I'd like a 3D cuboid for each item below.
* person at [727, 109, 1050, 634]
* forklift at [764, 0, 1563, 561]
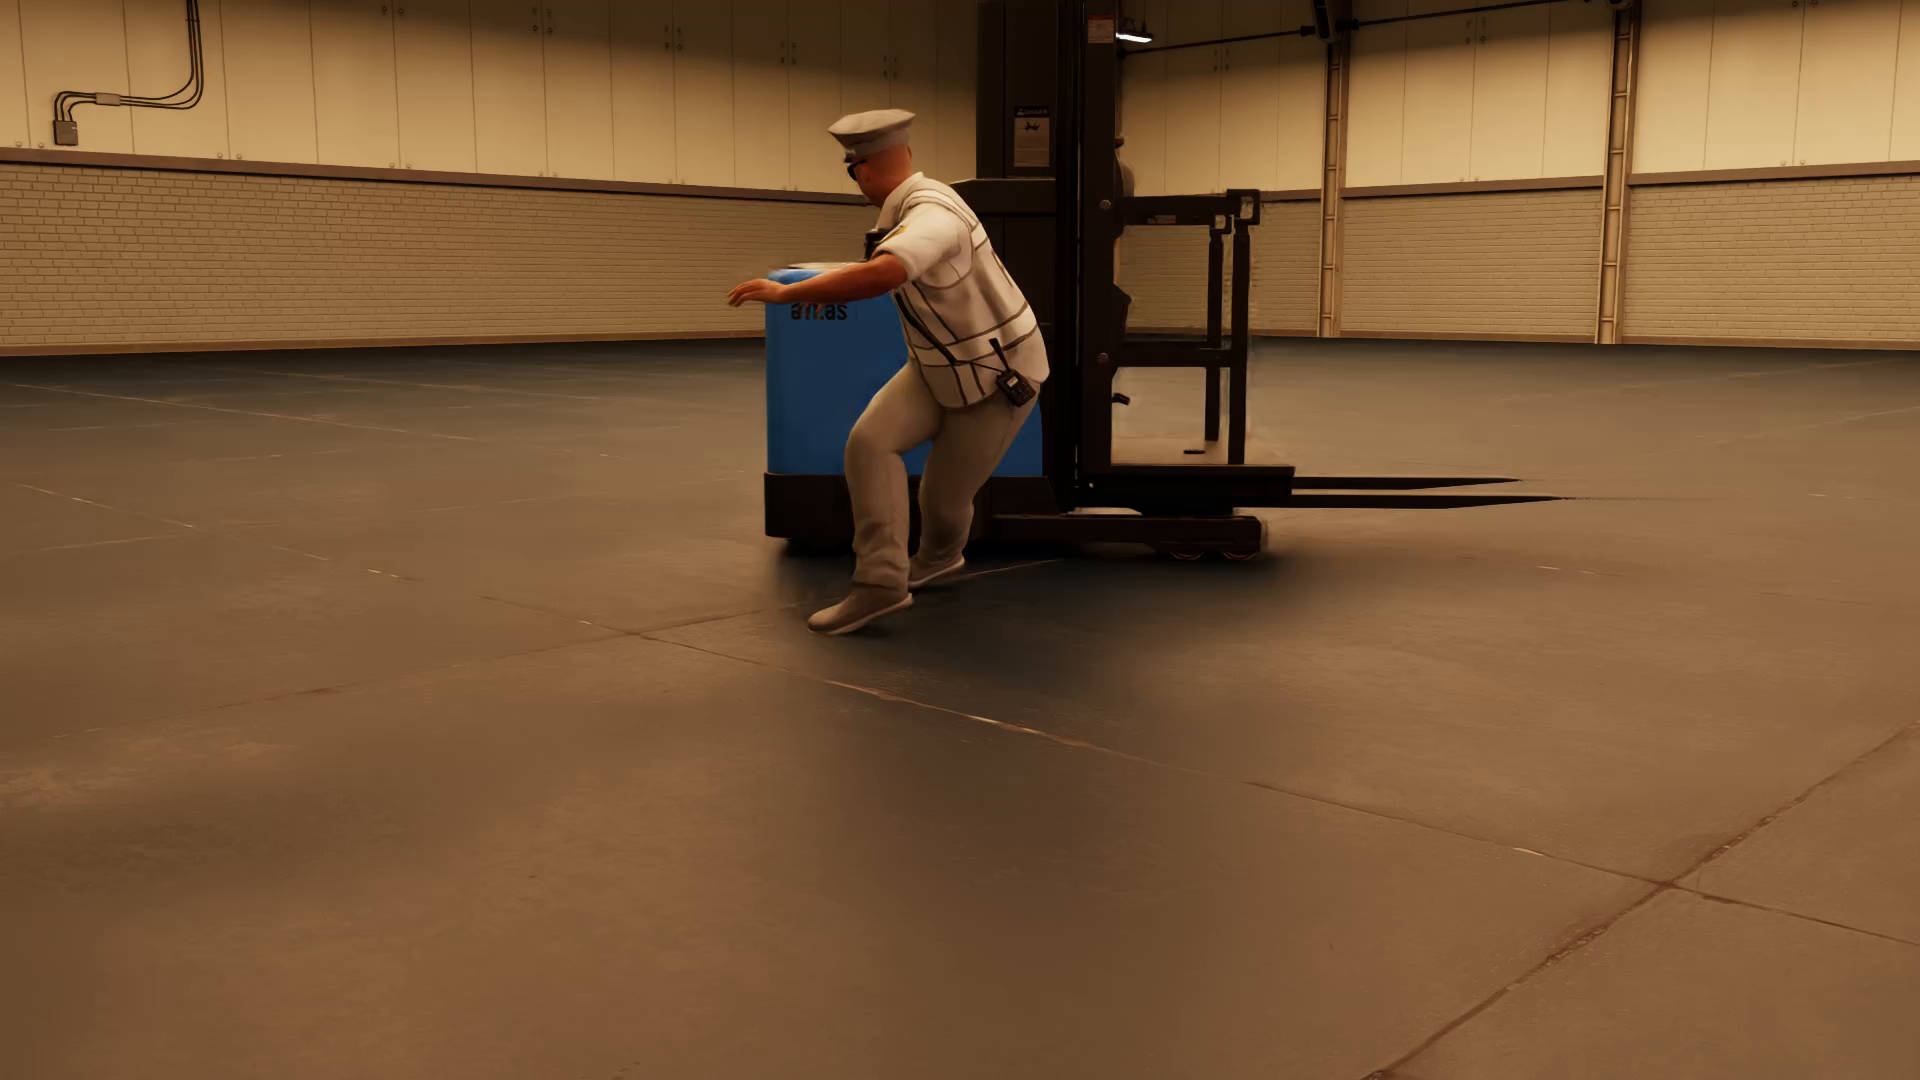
[{"bbox_3d":[-0.282,-0.503,5.022,1.047,1.539,0.977,-6,10,-33],"label":"person"},{"bbox_3d":[0.789,-1.451,6.512,3.031,2.935,1.130,0,9,3],"label":"forklift"}]
